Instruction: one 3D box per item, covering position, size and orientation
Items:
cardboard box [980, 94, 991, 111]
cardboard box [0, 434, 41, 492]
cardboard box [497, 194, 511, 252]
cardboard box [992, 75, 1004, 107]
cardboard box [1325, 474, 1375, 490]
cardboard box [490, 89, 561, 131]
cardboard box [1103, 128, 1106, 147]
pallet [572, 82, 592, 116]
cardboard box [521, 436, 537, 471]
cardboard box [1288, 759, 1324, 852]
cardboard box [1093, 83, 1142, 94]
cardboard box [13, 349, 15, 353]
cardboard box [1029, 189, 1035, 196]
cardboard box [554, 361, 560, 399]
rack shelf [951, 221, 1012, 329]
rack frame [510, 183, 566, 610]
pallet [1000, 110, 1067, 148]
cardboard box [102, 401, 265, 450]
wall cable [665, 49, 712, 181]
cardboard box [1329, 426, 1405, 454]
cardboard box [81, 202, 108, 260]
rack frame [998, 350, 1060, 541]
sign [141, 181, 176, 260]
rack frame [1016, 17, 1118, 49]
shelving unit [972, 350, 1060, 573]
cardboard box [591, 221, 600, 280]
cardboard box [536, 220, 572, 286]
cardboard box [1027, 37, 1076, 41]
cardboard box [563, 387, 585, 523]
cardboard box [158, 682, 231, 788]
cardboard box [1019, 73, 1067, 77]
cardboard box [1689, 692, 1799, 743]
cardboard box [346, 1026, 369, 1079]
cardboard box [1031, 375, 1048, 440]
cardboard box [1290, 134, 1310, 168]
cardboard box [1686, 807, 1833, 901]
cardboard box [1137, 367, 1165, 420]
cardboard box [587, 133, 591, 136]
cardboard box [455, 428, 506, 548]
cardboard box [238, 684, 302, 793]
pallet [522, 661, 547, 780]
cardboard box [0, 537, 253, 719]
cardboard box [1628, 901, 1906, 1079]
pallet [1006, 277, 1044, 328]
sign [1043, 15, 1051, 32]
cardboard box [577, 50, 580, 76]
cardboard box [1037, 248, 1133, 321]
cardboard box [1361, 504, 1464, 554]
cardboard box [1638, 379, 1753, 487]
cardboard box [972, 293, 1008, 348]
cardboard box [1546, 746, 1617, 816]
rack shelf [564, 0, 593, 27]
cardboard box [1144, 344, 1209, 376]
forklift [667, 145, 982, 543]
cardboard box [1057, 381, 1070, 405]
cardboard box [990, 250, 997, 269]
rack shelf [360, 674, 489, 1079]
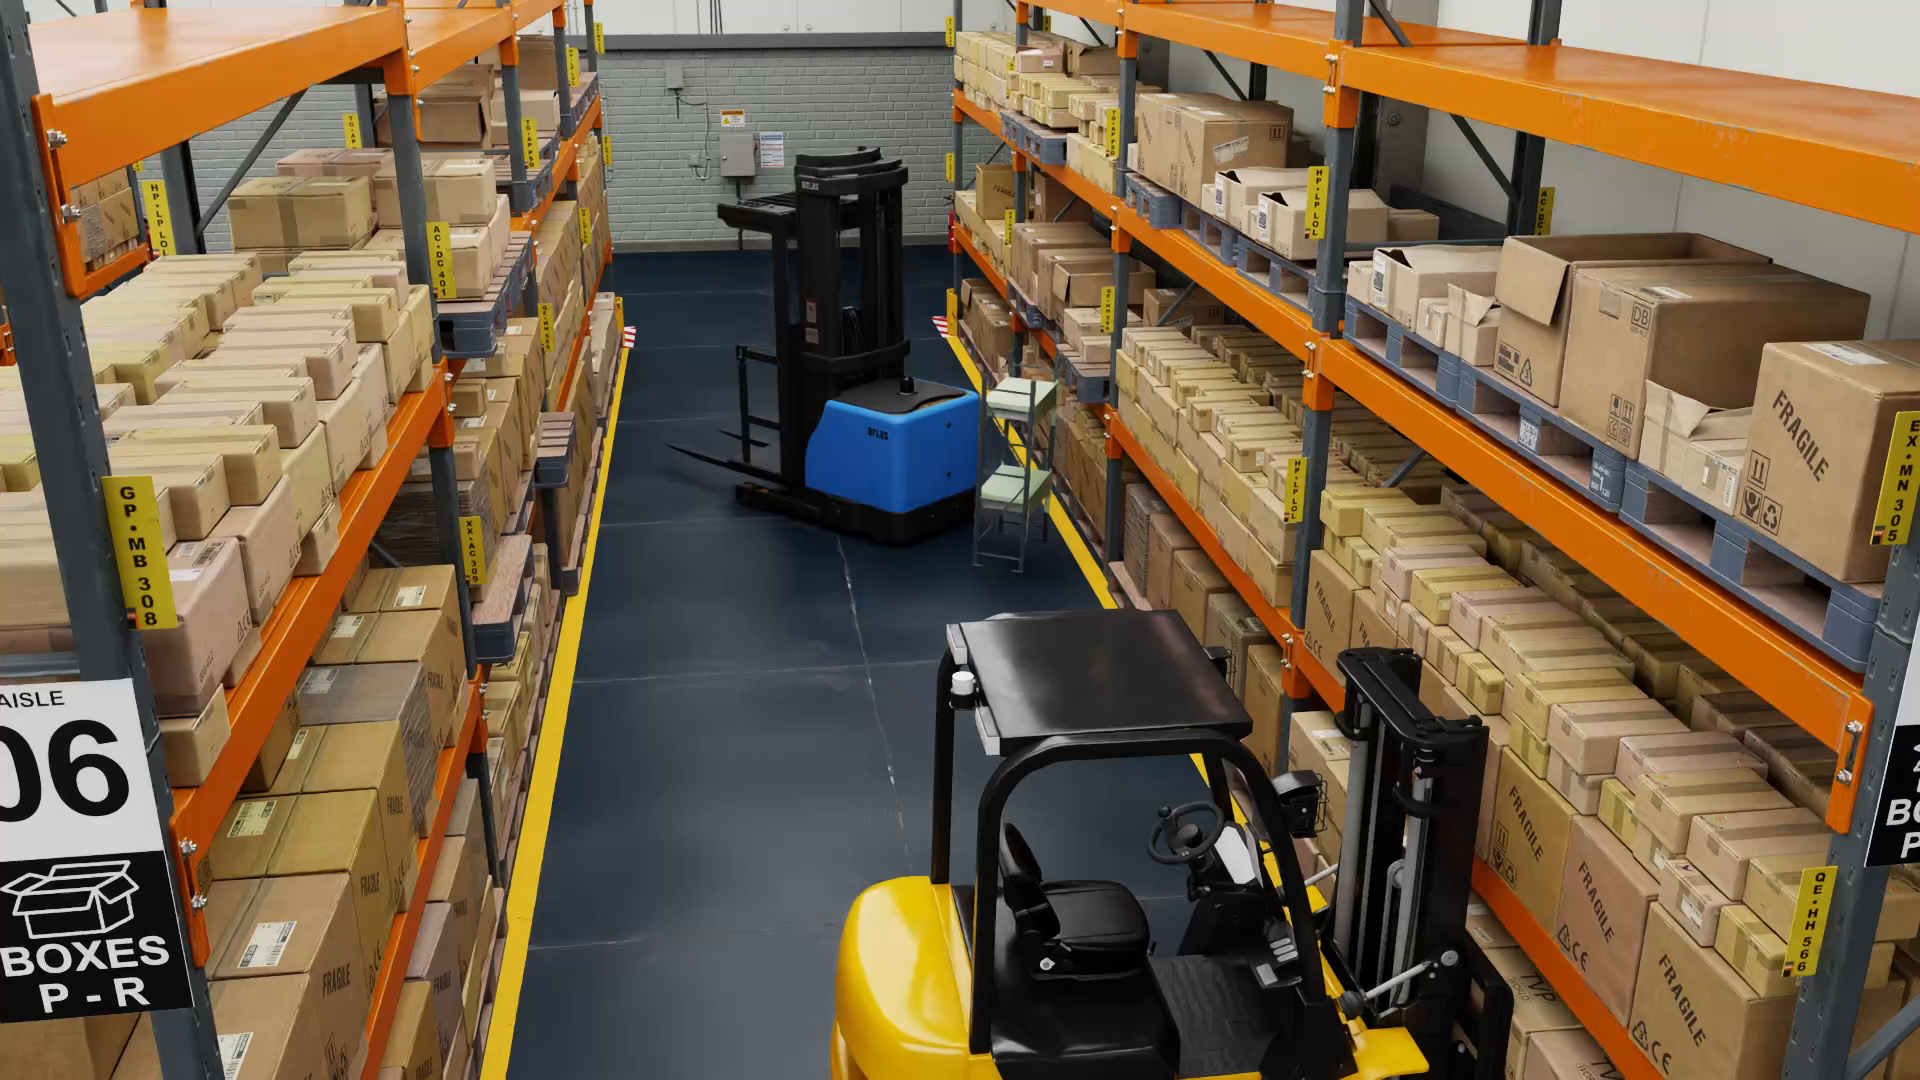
[{"bbox_3d":[0.410,-4.465,16.957,0.380,0.149,0.250,-2,21,-7],"label":"cardboard box"},{"bbox_3d":[-2.557,-0.163,4.297,0.380,0.149,0.250,-3,21,-7],"label":"cardboard box"},{"bbox_3d":[-2.609,-1.618,8.589,0.500,0.250,0.500,-3,21,-8],"label":"cardboard box"},{"bbox_3d":[0.602,-4.345,16.064,0.500,0.250,0.500,-4,21,-10],"label":"cardboard box"},{"bbox_3d":[1.889,-0.225,8.461,0.380,0.149,0.250,-2,21,-6],"label":"cardboard box"},{"bbox_3d":[-3.571,-3.551,13.676,0.500,0.311,0.500,-3,21,-8],"label":"cardboard box"},{"bbox_3d":[1.262,-2.967,12.231,0.380,0.149,0.250,-2,21,-7],"label":"cardboard box"},{"bbox_3d":[-4.186,-4.354,16.427,1.003,0.211,1.213,-3,21,-8],"label":"pallet"},{"bbox_3d":[-2.777,-0.521,10.084,0.380,0.149,0.250,-3,21,-7],"label":"cardboard box"},{"bbox_3d":[1.922,1.273,8.135,0.500,0.250,0.500,-3,21,-8],"label":"cardboard box"},{"bbox_3d":[1.299,-3.659,13.630,0.380,0.149,0.250,-3,21,-7],"label":"cardboard box"},{"bbox_3d":[-9.287,-1.790,16.346,0.380,0.149,0.250,-3,21,-8],"label":"cardboard box"},{"bbox_3d":[0.757,-3.845,19.013,0.500,0.250,0.500,-2,21,-6],"label":"cardboard box"},{"bbox_3d":[-3.243,-1.189,12.327,0.500,0.250,0.500,-4,21,-9],"label":"cardboard box"},{"bbox_3d":[0.717,-2.892,17.701,1.077,0.370,4.000,-3,21,-8],"label":"rack shelf"},{"bbox_3d":[-3.330,-0.900,11.339,1.000,3.000,0.127,-3,21,-8],"label":"rack frame"},{"bbox_3d":[1.030,-3.625,14.615,1.213,0.211,1.003,-3,21,-8],"label":"pallet"},{"bbox_3d":[-2.146,-0.272,4.591,0.380,0.149,0.250,-3,21,-8],"label":"cardboard box"},{"bbox_3d":[-3.917,-6.173,24.004,0.588,1.984,0.122,-3,21,-8],"label":"wall cable"},{"bbox_3d":[2.241,-0.520,9.250,0.380,0.149,0.250,-3,21,-8],"label":"cardboard box"},{"bbox_3d":[-8.896,-3.075,16.595,0.500,0.500,0.500,-3,21,-8],"label":"cardboard box"},{"bbox_3d":[0.533,-0.724,12.981,0.400,1.500,0.023,9,22,15],"label":"rack frame"},{"bbox_3d":[-3.302,-1.318,6.869,0.100,0.325,0.005,-3,21,-8],"label":"sign"},{"bbox_3d":[1.005,-5.347,14.672,1.000,3.000,0.127,-3,21,-8],"label":"rack frame"},{"bbox_3d":[0.427,-0.602,12.652,0.431,1.500,0.755,9,22,15],"label":"shelving unit"},{"bbox_3d":[-3.849,-2.855,16.429,0.500,0.500,0.500,-3,21,-7],"label":"cardboard box"},{"bbox_3d":[-3.458,-2.303,13.524,0.500,0.500,0.500,-2,21,-6],"label":"cardboard box"},{"bbox_3d":[0.928,-5.132,17.458,0.500,0.250,0.500,-3,21,-7],"label":"cardboard box"},{"bbox_3d":[-3.471,-0.654,13.117,0.875,0.875,0.875,-3,21,-7],"label":"cardboard box"},{"bbox_3d":[-1.903,0.451,3.794,0.380,0.149,0.250,-3,21,-8],"label":"cardboard box"},{"bbox_3d":[0.723,-3.993,14.524,0.380,0.149,0.250,-3,21,-7],"label":"cardboard box"},{"bbox_3d":[2.758,0.641,5.717,0.380,0.149,0.250,-2,21,-6],"label":"cardboard box"},{"bbox_3d":[-2.020,1.586,5.041,0.380,0.149,0.250,-3,21,-7],"label":"cardboard box"},{"bbox_3d":[0.939,-1.200,15.114,0.500,0.500,0.500,-3,21,-8],"label":"cardboard box"},{"bbox_3d":[1.940,-2.493,10.787,0.500,0.250,0.500,-3,21,-8],"label":"cardboard box"},{"bbox_3d":[2.408,0.931,4.942,0.380,0.149,0.250,-3,21,-8],"label":"cardboard box"},{"bbox_3d":[1.475,-0.976,11.043,0.500,0.250,0.500,-2,21,-6],"label":"cardboard box"},{"bbox_3d":[-4.173,-4.288,17.912,0.380,0.149,0.250,-3,21,-7],"label":"cardboard box"},{"bbox_3d":[-2.610,-0.248,8.426,0.500,0.500,0.500,-3,21,-8],"label":"cardboard box"},{"bbox_3d":[-2.642,0.522,5.533,0.700,0.500,0.500,-3,21,-8],"label":"cardboard box"},{"bbox_3d":[-3.046,1.098,9.974,1.003,0.211,1.213,-3,21,-8],"label":"pallet"},{"bbox_3d":[-1.985,0.208,3.875,0.500,0.250,0.500,-3,21,-9],"label":"cardboard box"},{"bbox_3d":[2.404,1.414,5.000,0.500,0.500,0.500,-3,21,-9],"label":"cardboard box"},{"bbox_3d":[1.012,-2.165,14.999,1.003,0.211,1.213,-3,21,-8],"label":"pallet"},{"bbox_3d":[0.980,-5.763,18.806,0.100,0.325,0.005,-3,21,-8],"label":"sign"},{"bbox_3d":[-4.329,-5.097,17.761,0.500,0.250,0.500,-5,21,-13],"label":"cardboard box"},{"bbox_3d":[1.041,-2.151,13.944,0.700,0.500,0.500,-3,21,-8],"label":"cardboard box"},{"bbox_3d":[2.055,-0.047,7.559,0.380,0.149,0.250,-3,21,-7],"label":"cardboard box"},{"bbox_3d":[2.278,-0.327,4.967,0.396,0.266,0.258,-3,21,-8],"label":"cardboard box"},{"bbox_3d":[0.508,-2.433,18.416,0.700,0.500,0.500,-2,21,-6],"label":"cardboard box"},{"bbox_3d":[2.255,0.805,5.704,0.380,0.149,0.250,-4,21,-10],"label":"cardboard box"},{"bbox_3d":[-4.195,-5.264,16.048,1.077,0.370,4.000,-3,21,-8],"label":"rack shelf"},{"bbox_3d":[1.438,-1.197,11.065,0.380,0.149,0.250,-2,21,-6],"label":"cardboard box"},{"bbox_3d":[-1.261,-1.758,13.735,3.031,2.935,1.130,17,26,38],"label":"forklift"},{"bbox_3d":[1.044,-1.280,14.401,0.380,0.149,0.250,-2,21,-6],"label":"cardboard box"},{"bbox_3d":[0.513,-2.874,16.983,0.380,0.149,0.250,-3,21,-9],"label":"cardboard box"},{"bbox_3d":[-2.465,1.514,5.903,1.077,0.370,4.000,-3,21,-8],"label":"rack shelf"}]
